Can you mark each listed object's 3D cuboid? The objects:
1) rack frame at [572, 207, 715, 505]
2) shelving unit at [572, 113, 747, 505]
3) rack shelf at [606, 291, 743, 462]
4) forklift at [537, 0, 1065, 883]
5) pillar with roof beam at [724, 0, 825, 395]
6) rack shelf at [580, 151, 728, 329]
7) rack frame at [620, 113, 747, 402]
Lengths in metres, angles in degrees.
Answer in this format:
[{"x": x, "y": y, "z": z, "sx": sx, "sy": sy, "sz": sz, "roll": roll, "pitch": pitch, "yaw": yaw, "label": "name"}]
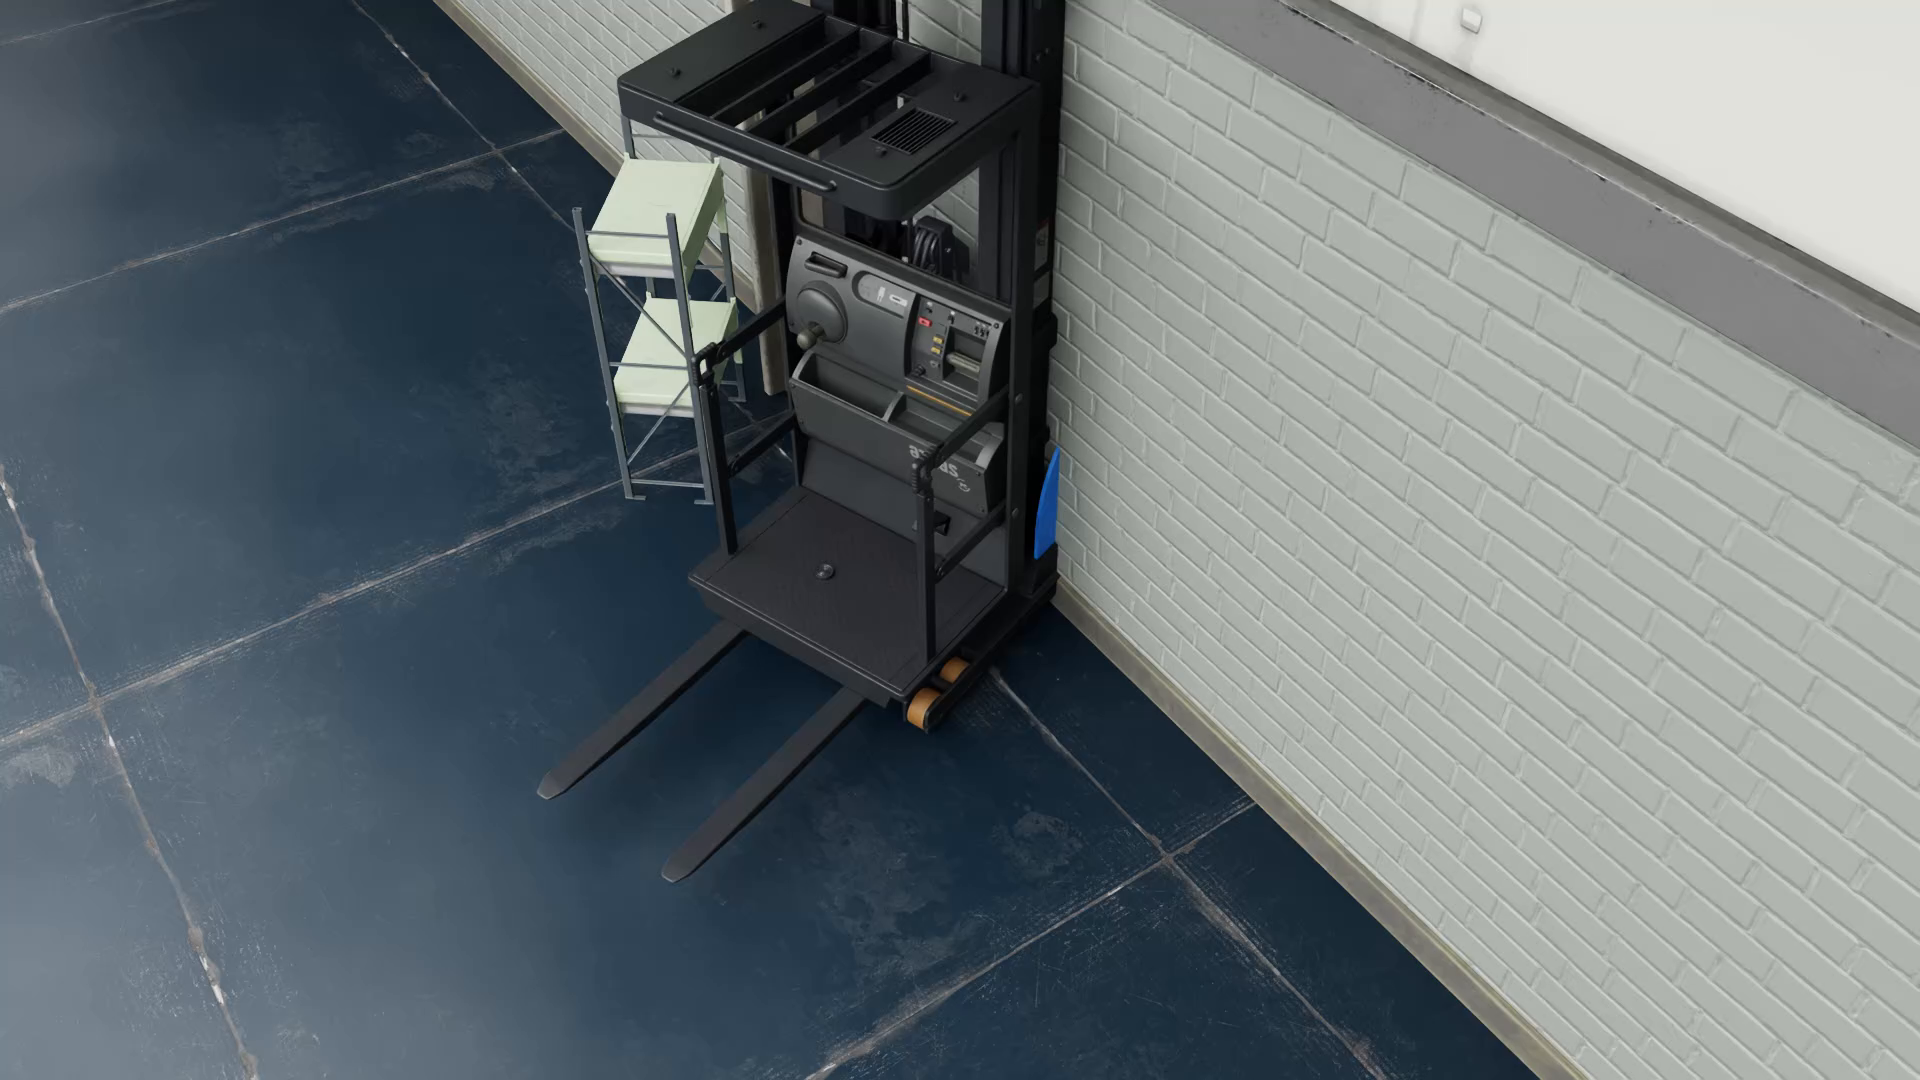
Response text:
[{"x": -1.293, "y": -0.719, "z": 6.908, "sx": 0.400, "sy": 1.500, "sz": 0.023, "roll": 4, "pitch": 44, "yaw": 4, "label": "rack frame"}, {"x": -1.255, "y": -0.970, "z": 7.171, "sx": 0.431, "sy": 1.500, "sz": 0.755, "roll": 4, "pitch": 44, "yaw": 4, "label": "shelving unit"}, {"x": -1.255, "y": -0.734, "z": 7.396, "sx": 0.431, "sy": 0.370, "sz": 0.720, "roll": 4, "pitch": 44, "yaw": 4, "label": "rack shelf"}, {"x": -0.368, "y": -0.707, "z": 5.859, "sx": 1.130, "sy": 2.935, "sz": 3.031, "roll": 26, "pitch": 50, "yaw": 25, "label": "forklift"}, {"x": -4.235, "y": -2.226, "z": 3.056, "sx": 9.100, "sy": 9.000, "sz": 0.400, "roll": -26, "pitch": 49, "yaw": -24, "label": "pillar with roof beam"}, {"x": -1.255, "y": -1.252, "z": 6.901, "sx": 0.431, "sy": 0.370, "sz": 0.720, "roll": 4, "pitch": 44, "yaw": 4, "label": "rack shelf"}, {"x": -1.217, "y": -1.221, "z": 7.434, "sx": 0.400, "sy": 1.500, "sz": 0.023, "roll": 4, "pitch": 44, "yaw": 4, "label": "rack frame"}]
